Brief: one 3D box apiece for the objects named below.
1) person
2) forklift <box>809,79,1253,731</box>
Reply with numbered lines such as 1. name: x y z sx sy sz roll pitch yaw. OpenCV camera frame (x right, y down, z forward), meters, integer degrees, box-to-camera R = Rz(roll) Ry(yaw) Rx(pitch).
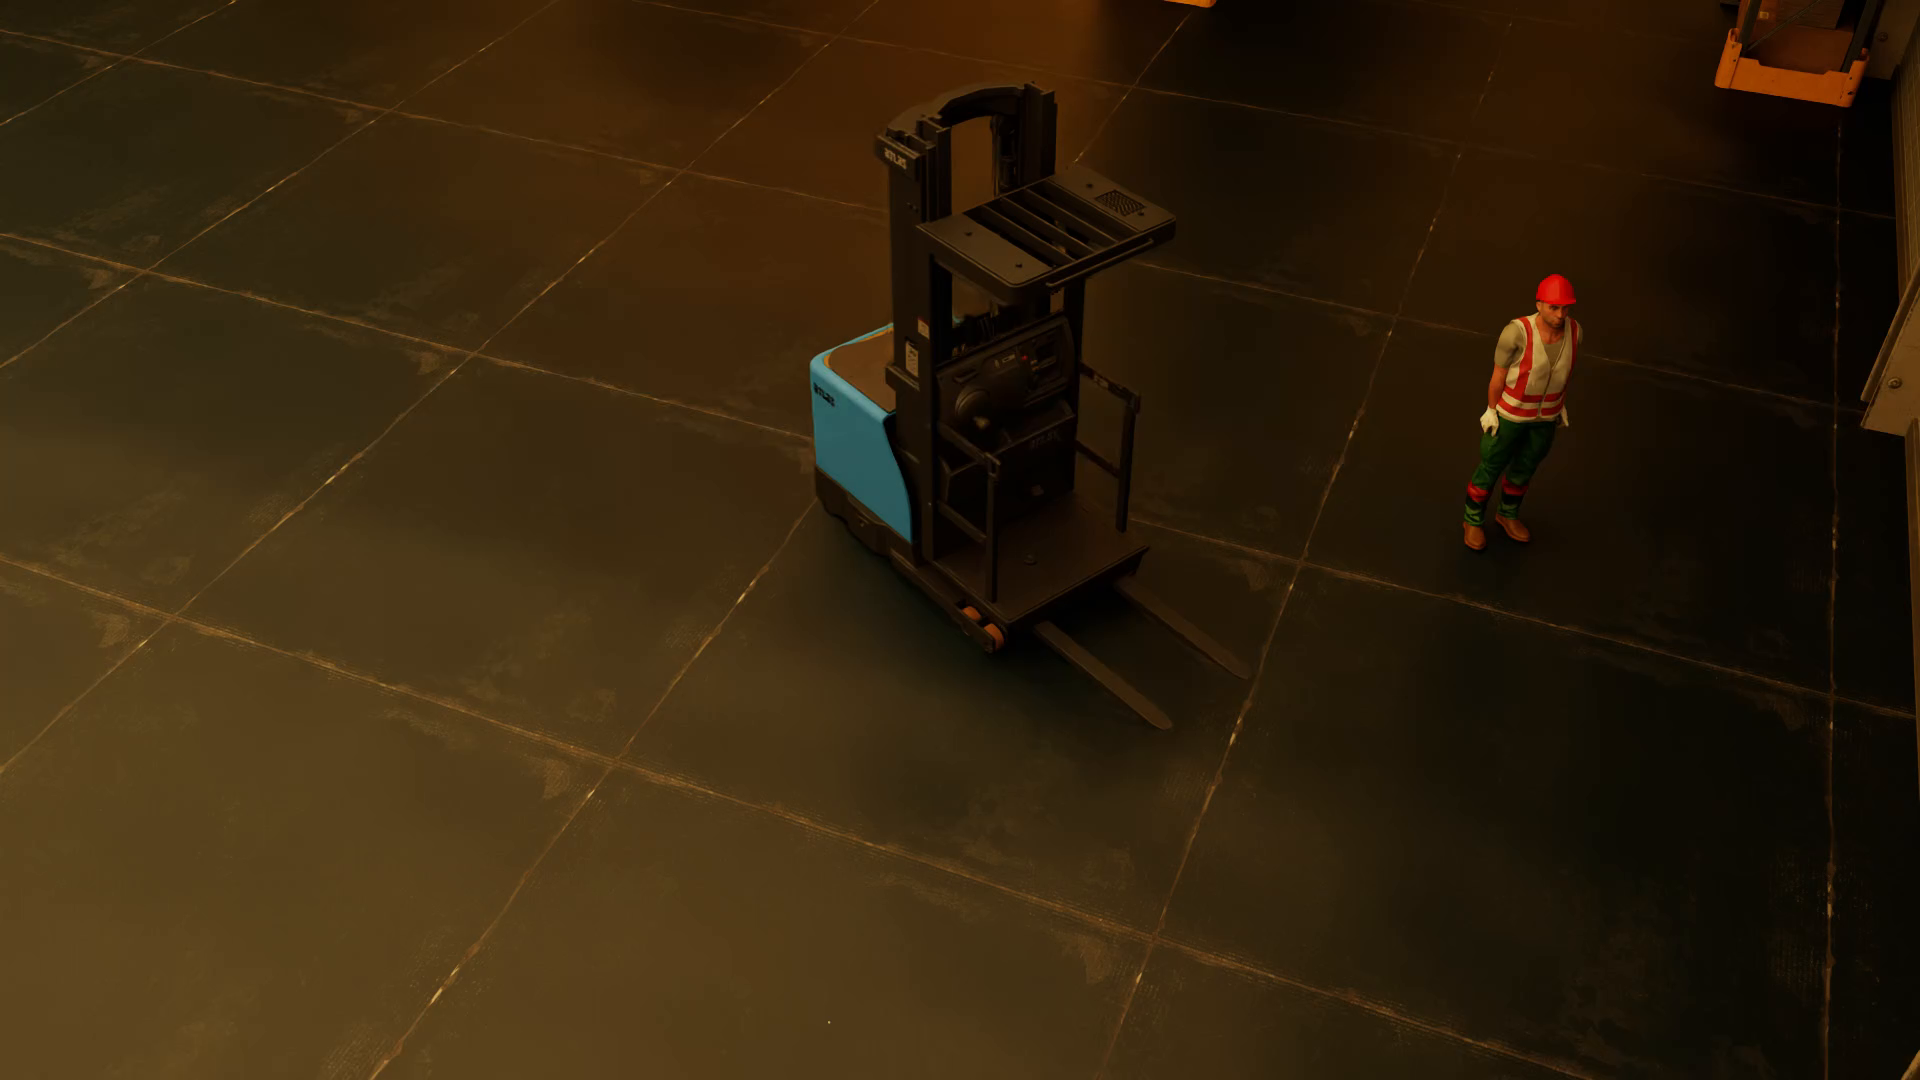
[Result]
1. person: 3.344 -0.745 9.786 0.529 1.795 0.369 -7 40 -9
2. forklift: 0.394 -0.842 9.012 1.130 2.935 3.031 -27 47 -29
